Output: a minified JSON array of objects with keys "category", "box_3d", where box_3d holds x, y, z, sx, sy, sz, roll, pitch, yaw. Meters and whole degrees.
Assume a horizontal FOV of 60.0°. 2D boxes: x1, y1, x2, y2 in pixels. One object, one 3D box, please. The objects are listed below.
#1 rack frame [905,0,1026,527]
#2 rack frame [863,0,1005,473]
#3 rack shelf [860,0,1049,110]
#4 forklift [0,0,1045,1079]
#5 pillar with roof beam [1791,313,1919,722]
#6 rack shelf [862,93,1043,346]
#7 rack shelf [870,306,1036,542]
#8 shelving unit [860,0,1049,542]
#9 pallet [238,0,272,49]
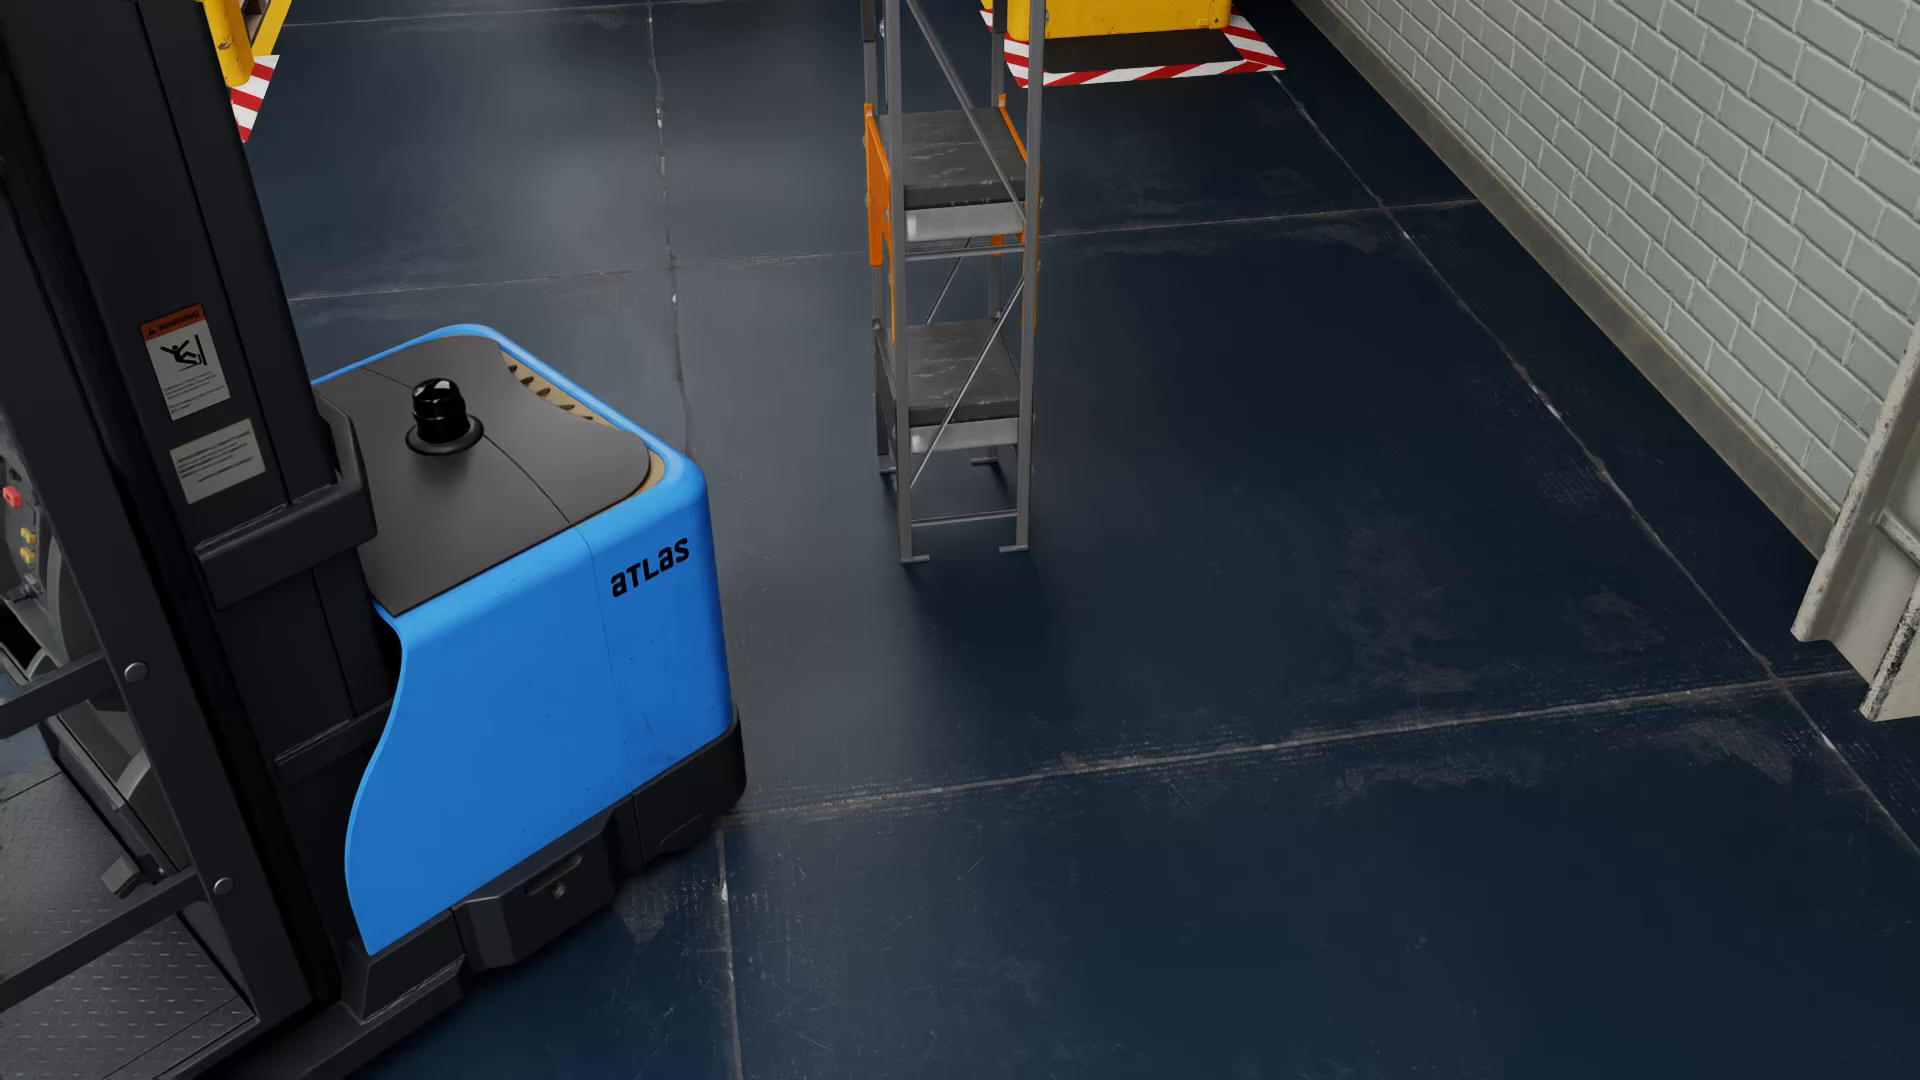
[{"category":"rack frame","box_3d":[0.015,-0.782,4.545,0.380,1.831,0.006,-6,38,-8]},{"category":"rack frame","box_3d":[-0.072,-1.077,4.924,0.400,2.100,0.015,-6,38,-8]},{"category":"rack shelf","box_3d":[-0.029,-1.471,4.313,0.431,0.518,0.480,-6,38,-8]},{"category":"forklift","box_3d":[-1.500,-0.316,3.267,4.310,2.935,1.130,-31,48,-34]},{"category":"pillar with roof beam","box_3d":[-1.603,-2.724,1.421,9.100,9.000,0.400,-6,38,-8]},{"category":"rack shelf","box_3d":[-0.029,-0.918,4.743,0.431,0.518,0.480,-6,38,-8]},{"category":"rack shelf","box_3d":[-0.029,-0.366,5.172,0.431,0.518,0.480,-6,38,-8]},{"category":"shelving unit","box_3d":[-0.029,-0.930,4.736,0.431,2.100,0.499,-6,38,-8]},{"category":"pallet","box_3d":[-4.189,-2.828,8.718,1.003,0.211,1.213,-6,38,-8]}]
